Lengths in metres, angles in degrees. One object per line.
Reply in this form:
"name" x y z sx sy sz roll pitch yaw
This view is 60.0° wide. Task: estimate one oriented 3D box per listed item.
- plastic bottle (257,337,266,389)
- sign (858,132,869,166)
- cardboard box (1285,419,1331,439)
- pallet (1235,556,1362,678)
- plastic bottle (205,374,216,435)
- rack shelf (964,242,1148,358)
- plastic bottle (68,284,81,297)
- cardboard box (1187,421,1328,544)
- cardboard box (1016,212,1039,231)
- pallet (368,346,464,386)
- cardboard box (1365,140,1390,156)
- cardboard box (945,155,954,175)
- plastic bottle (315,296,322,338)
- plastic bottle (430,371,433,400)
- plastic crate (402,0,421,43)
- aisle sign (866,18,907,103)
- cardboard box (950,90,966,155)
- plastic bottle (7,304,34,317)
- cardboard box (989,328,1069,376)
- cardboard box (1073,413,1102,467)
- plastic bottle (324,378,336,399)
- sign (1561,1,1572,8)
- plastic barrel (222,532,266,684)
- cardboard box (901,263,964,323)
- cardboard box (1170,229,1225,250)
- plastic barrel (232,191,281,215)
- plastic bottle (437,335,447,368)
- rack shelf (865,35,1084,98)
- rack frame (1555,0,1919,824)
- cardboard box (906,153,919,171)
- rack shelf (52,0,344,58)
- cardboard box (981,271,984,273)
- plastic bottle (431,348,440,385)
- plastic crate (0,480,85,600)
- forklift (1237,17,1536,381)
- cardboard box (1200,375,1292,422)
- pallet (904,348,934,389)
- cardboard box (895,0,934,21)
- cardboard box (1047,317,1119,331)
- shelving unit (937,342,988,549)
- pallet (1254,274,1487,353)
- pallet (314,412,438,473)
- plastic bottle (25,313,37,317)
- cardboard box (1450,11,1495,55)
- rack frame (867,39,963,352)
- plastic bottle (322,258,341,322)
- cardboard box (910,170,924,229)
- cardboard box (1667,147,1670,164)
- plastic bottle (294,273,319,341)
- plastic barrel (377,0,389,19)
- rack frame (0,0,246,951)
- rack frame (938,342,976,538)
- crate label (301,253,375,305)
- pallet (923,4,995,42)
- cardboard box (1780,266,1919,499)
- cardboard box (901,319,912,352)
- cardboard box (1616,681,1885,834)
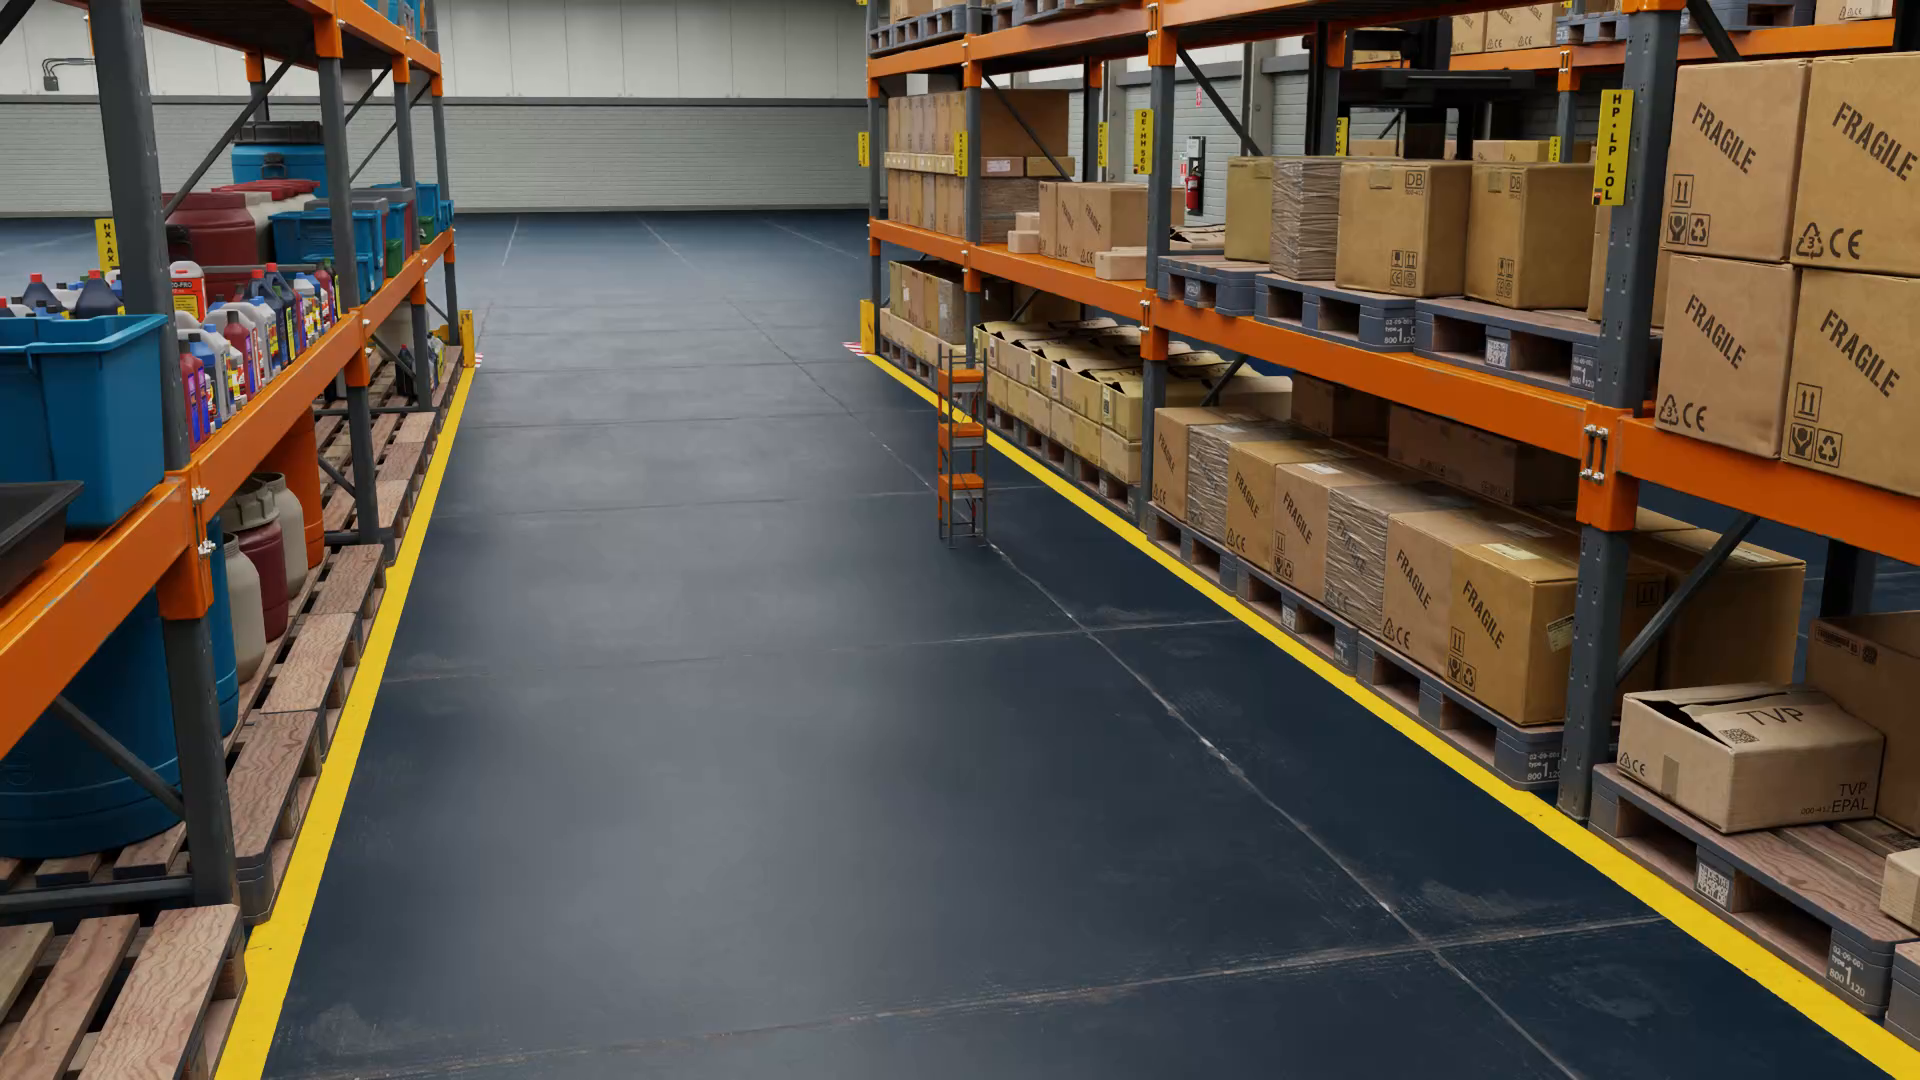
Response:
"plastic bottle" -2.348 -0.600 5.481 0.097 0.201 0.097 0 14 0
"sign" -0.935 -3.800 16.168 0.100 0.325 0.005 -3 14 -13
"cardboard box" 1.932 -0.321 8.262 0.500 0.500 0.500 -3 14 -11
"pallet" 1.906 0.285 7.315 1.003 0.211 1.213 -3 14 -13
"plastic bottle" -2.139 -0.395 4.641 0.097 0.201 0.097 0 14 0
"rack shelf" 1.015 -1.636 10.821 1.077 0.370 4.000 -3 14 -13
"plastic bottle" -3.326 -0.828 6.265 0.097 0.271 0.097 0 14 0
"cardboard box" 1.442 -0.283 8.103 0.500 0.500 0.500 -4 14 -15
"cardboard box" 0.703 -2.263 12.187 0.500 0.250 0.500 -2 14 -10
"pallet" -4.961 -1.538 14.776 1.003 0.211 1.213 -3 14 -13
"cardboard box" 4.346 -3.707 16.473 0.500 0.500 0.500 -3 14 -13
"cardboard box" 0.090 -3.040 13.472 0.380 0.149 0.250 -3 14 -13
"plastic bottle" -2.689 -0.935 6.853 0.097 0.201 0.097 0 14 0
"plastic bottle" -3.919 -1.158 12.170 0.097 0.271 0.097 0 14 0
"plastic crate" -4.469 -4.121 13.188 0.392 0.384 0.575 -3 14 -13
"aisle sign" -0.707 -4.631 16.085 0.394 0.787 0.004 -3 14 -13
"cardboard box" 0.315 -3.345 13.353 0.700 0.500 0.500 -3 14 -13
"plastic bottle" -3.089 -0.624 5.424 0.152 0.276 0.135 -3 14 -13
"cardboard box" 0.512 -1.363 11.913 0.500 0.311 0.500 -3 14 -14
"cardboard box" 0.999 -0.619 10.051 0.500 0.250 0.500 -3 14 -14
"plastic bottle" -4.702 -1.232 12.302 0.144 0.351 0.185 -4 14 -15
"sign" 4.834 -4.401 13.209 0.100 0.325 0.005 -3 14 -13
"plastic barrel" -2.715 0.253 5.929 0.421 0.512 0.421 0 14 0
"cardboard box" -0.235 -2.237 15.091 0.500 0.500 0.500 -3 14 -13
"cardboard box" 1.442 -1.568 9.211 0.500 0.311 0.500 -2 14 -10
"plastic barrel" -3.879 -1.626 9.028 0.421 0.512 0.421 0 14 0
"plastic bottle" -4.307 -1.564 13.804 0.061 0.283 0.133 -3 14 -12
"rack shelf" 0.075 -4.016 14.242 1.077 0.370 4.000 -3 14 -13
"rack frame" 2.424 -0.602 5.070 1.000 3.000 0.127 -3 14 -13
"cardboard box" -0.267 -3.393 14.918 0.380 0.149 0.250 -4 14 -15
"rack shelf" -2.861 -1.896 5.561 1.077 0.370 4.000 -3 14 -13
"cardboard box" 0.386 -2.150 14.737 0.500 0.500 0.500 -3 14 -13
"plastic bottle" -4.099 -1.360 12.968 0.061 0.283 0.133 -3 14 -11
"plastic crate" -1.868 0.021 2.973 0.437 0.125 0.590 -3 14 -13
"forklift" 2.886 -1.935 10.673 1.130 2.935 3.031 -4 14 -15
"cardboard box" 1.647 -0.802 9.618 0.500 0.311 0.500 -3 14 -11
"pallet" 0.109 -1.561 14.870 1.003 0.211 1.213 -3 14 -13
"cardboard box" -0.270 -4.749 14.336 0.500 0.500 0.500 -3 14 -13
"cardboard box" 0.919 -1.511 12.517 0.500 0.311 0.500 -3 14 -13
"shelving unit" 0.013 -0.498 8.752 0.215 1.050 0.252 -3 14 -13
"pallet" 1.946 -0.983 7.035 1.003 0.211 1.213 -3 14 -13
"pallet" -4.048 -0.639 11.096 1.003 0.211 1.213 -3 14 -13
"plastic bottle" -2.917 -0.580 5.251 0.097 0.271 0.097 0 14 0
"cardboard box" 4.727 -4.586 14.803 0.500 0.500 0.500 -4 14 -15
"rack frame" -0.394 -3.370 16.401 1.000 3.000 0.127 -3 14 -13
"plastic bottle" -2.821 -1.123 7.450 0.061 0.283 0.133 -3 14 -13
"cardboard box" -0.058 -3.075 14.981 0.700 0.500 0.500 -3 14 -13
"cardboard box" 5.570 -2.738 12.676 0.700 0.500 0.500 -2 14 -7
"plastic bottle" -2.666 -0.947 6.752 0.097 0.271 0.097 0 14 0
"plastic barrel" -3.787 -3.617 10.034 0.600 0.901 0.600 0 14 0
"rack frame" -2.392 -0.327 3.943 1.000 3.000 0.127 -3 14 -13
"rack frame" -0.016 -0.526 8.867 0.200 1.050 0.008 -3 14 -13
"crate label" -3.066 -1.286 8.224 0.303 0.233 0.416 -3 14 -13
"pallet" 0.320 -4.057 13.078 1.003 0.211 1.213 -3 14 -13
"cardboard box" 2.402 -0.400 4.032 0.500 0.500 0.500 -3 14 -12
"cardboard box" -0.247 -1.872 15.177 0.500 0.250 0.500 -3 14 -13
"cardboard box" 2.312 0.600 4.891 0.500 0.311 0.500 -3 14 -13
